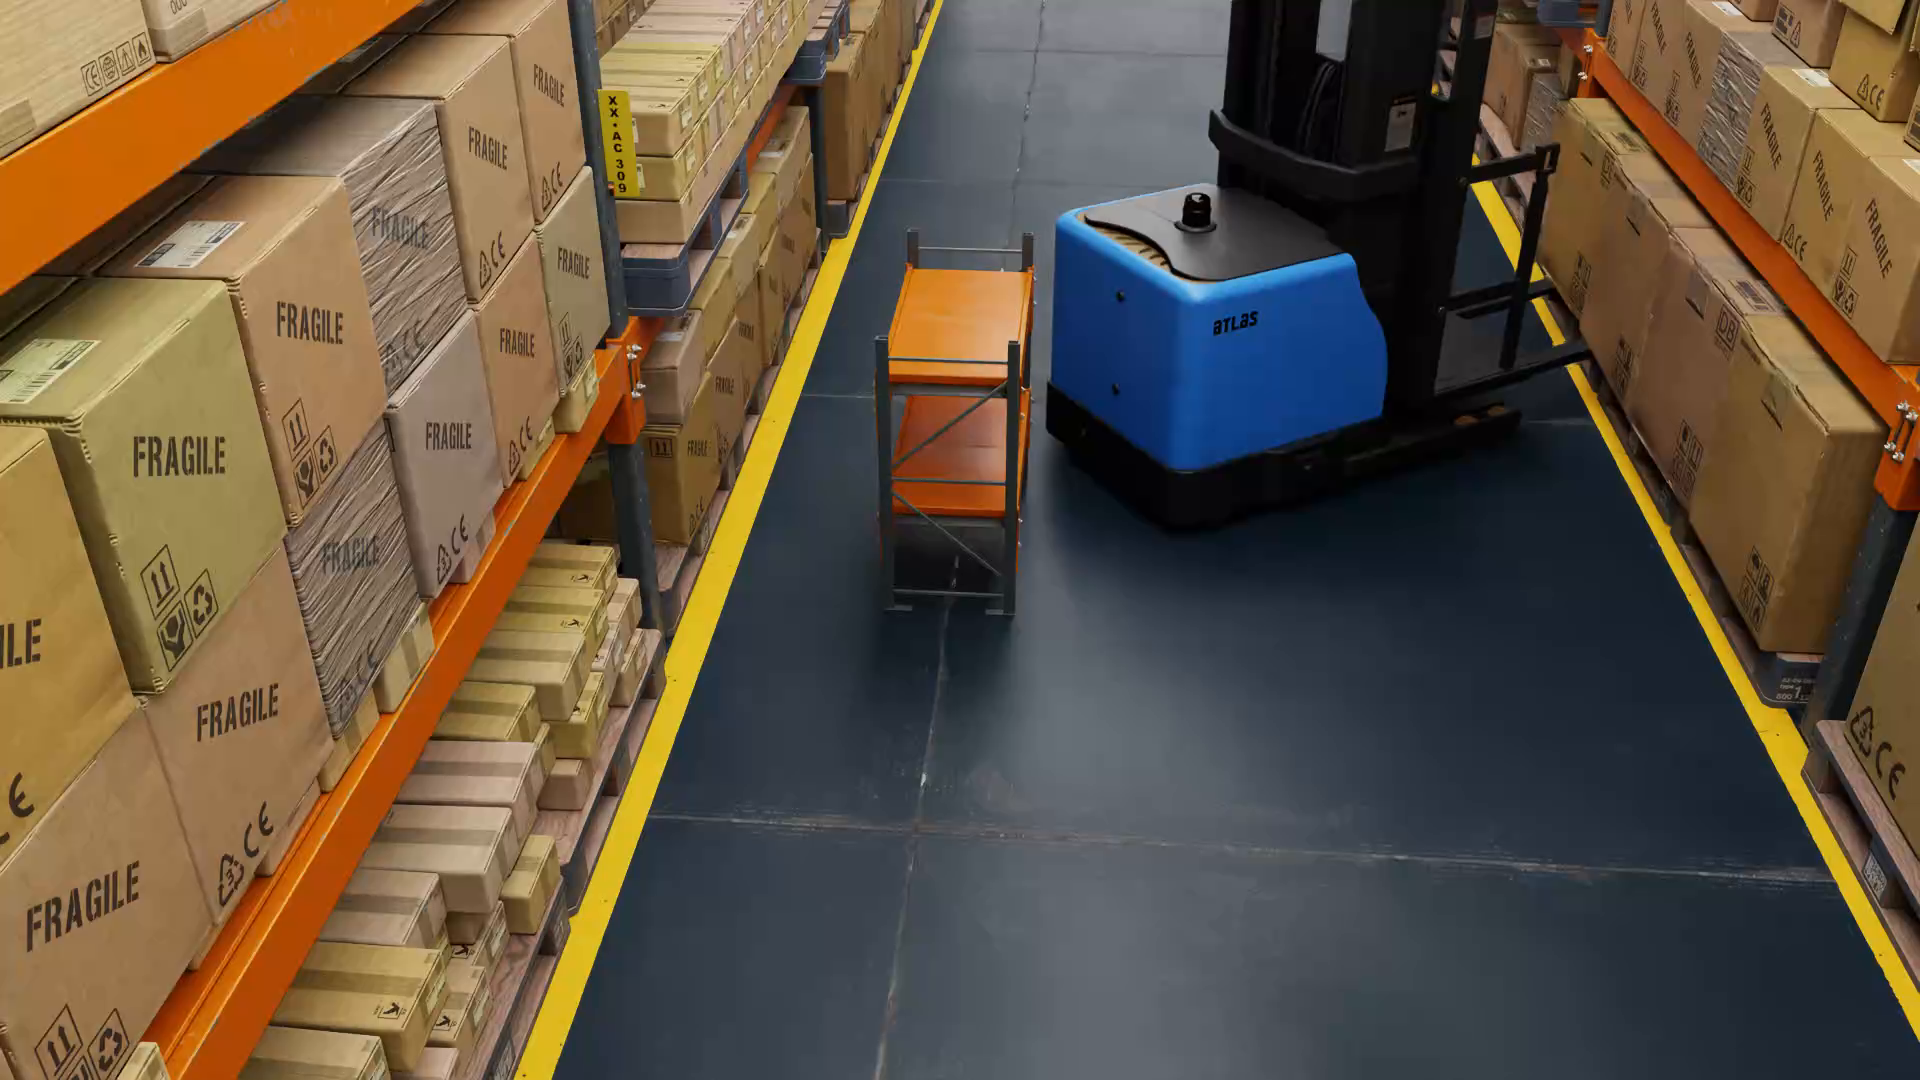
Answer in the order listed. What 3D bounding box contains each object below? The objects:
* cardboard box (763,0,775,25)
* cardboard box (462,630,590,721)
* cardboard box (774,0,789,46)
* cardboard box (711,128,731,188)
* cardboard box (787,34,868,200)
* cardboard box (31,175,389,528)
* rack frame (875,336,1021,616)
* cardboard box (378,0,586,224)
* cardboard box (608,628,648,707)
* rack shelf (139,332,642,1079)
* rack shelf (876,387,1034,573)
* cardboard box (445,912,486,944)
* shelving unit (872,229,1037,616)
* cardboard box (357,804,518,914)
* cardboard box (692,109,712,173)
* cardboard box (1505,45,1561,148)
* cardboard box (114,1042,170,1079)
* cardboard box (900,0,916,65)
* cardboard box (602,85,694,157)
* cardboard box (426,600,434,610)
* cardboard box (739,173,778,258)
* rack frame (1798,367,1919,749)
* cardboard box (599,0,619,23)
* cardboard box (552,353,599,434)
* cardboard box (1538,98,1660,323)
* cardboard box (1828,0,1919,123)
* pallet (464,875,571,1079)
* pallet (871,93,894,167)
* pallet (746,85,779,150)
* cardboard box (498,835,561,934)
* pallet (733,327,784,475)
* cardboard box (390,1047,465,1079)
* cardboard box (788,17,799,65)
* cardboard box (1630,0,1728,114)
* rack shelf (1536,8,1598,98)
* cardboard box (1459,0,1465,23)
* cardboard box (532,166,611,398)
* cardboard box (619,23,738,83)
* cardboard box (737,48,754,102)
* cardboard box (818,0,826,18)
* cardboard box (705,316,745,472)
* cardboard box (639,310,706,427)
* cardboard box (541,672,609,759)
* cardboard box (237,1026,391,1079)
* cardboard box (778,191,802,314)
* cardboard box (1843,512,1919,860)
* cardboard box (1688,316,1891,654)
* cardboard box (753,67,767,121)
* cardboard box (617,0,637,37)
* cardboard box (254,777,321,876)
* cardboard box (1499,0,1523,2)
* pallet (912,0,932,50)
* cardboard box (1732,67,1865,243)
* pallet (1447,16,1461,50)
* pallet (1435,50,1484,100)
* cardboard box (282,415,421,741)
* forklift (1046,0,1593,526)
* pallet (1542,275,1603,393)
[{"bbox_3d":[-0.957,-2.170,6.684,0.380,0.149,0.250,3,32,5],"label":"cardboard box"},{"bbox_3d":[-1.334,0.404,4.986,0.380,0.149,0.250,2,32,4],"label":"cardboard box"},{"bbox_3d":[-0.934,-2.179,6.982,0.380,0.149,0.250,3,32,5],"label":"cardboard box"},{"bbox_3d":[-1.039,-1.375,5.961,0.380,0.149,0.250,3,32,4],"label":"cardboard box"},{"bbox_3d":[-1.105,-2.468,9.640,1.050,0.750,0.750,2,32,3],"label":"cardboard box"},{"bbox_3d":[-1.457,-0.369,3.158,0.500,0.500,0.500,1,32,2],"label":"cardboard box"},{"bbox_3d":[-0.042,-0.210,6.018,0.500,1.125,0.032,2,32,4],"label":"rack frame"},{"bbox_3d":[-1.339,-1.178,4.471,0.500,0.500,0.500,1,32,2],"label":"cardboard box"},{"bbox_3d":[-1.262,0.414,5.537,0.380,0.149,0.250,3,32,5],"label":"cardboard box"},{"bbox_3d":[-1.733,0.511,3.747,1.077,0.370,4.000,2,32,4],"label":"rack shelf"},{"bbox_3d":[-0.001,-0.267,6.577,0.538,0.278,1.000,2,32,4],"label":"rack shelf"},{"bbox_3d":[-1.454,0.929,4.417,0.380,0.149,0.250,1,32,2],"label":"cardboard box"},{"bbox_3d":[-0.001,-0.475,6.449,0.538,1.125,1.048,2,32,4],"label":"shelving unit"},{"bbox_3d":[-1.372,0.823,4.305,0.380,0.149,0.250,1,32,2],"label":"cardboard box"},{"bbox_3d":[-1.060,-1.361,5.655,0.380,0.149,0.250,2,32,3],"label":"cardboard box"},{"bbox_3d":[3.797,-2.729,10.283,0.700,0.500,0.500,5,32,8],"label":"cardboard box"},{"bbox_3d":[-1.488,0.929,2.623,0.380,0.149,0.250,2,32,3],"label":"cardboard box"},{"bbox_3d":[-0.880,-3.917,11.990,1.050,0.750,0.750,2,32,4],"label":"cardboard box"},{"bbox_3d":[-1.079,-1.352,5.357,0.380,0.149,0.250,4,32,6],"label":"cardboard box"},{"bbox_3d":[-1.465,0.110,3.952,0.380,0.149,0.250,2,32,3],"label":"cardboard box"},{"bbox_3d":[-1.126,-1.468,7.540,0.500,0.250,0.500,3,32,5],"label":"cardboard box"},{"bbox_3d":[3.365,-0.576,4.826,1.000,3.000,0.127,2,32,4],"label":"rack frame"},{"bbox_3d":[-1.605,-2.207,6.744,0.380,0.149,0.250,2,32,3],"label":"cardboard box"},{"bbox_3d":[-1.272,-0.435,4.837,0.380,0.149,0.250,2,32,3],"label":"cardboard box"},{"bbox_3d":[3.614,-1.582,8.083,1.225,0.875,0.875,1,32,2],"label":"cardboard box"},{"bbox_3d":[3.476,-1.738,5.660,0.797,0.503,0.637,3,32,5],"label":"cardboard box"},{"bbox_3d":[-1.686,1.339,4.377,1.003,0.211,1.213,2,32,4],"label":"pallet"},{"bbox_3d":[-1.003,-2.791,11.077,1.003,0.211,1.213,2,32,4],"label":"pallet"},{"bbox_3d":[-1.365,-1.814,7.017,1.003,0.211,1.213,2,32,4],"label":"pallet"},{"bbox_3d":[-1.347,0.955,4.659,0.380,0.149,0.250,2,32,4],"label":"cardboard box"},{"bbox_3d":[-1.411,-0.701,7.686,1.003,0.211,1.213,2,32,4],"label":"pallet"},{"bbox_3d":[-1.418,1.362,3.998,0.380,0.149,0.250,1,32,2],"label":"cardboard box"},{"bbox_3d":[-0.913,-2.191,7.286,0.380,0.149,0.250,1,32,2],"label":"cardboard box"},{"bbox_3d":[3.340,-2.198,7.362,0.500,0.500,0.500,2,32,3],"label":"cardboard box"},{"bbox_3d":[3.854,-3.407,10.105,1.077,0.370,4.000,2,32,4],"label":"rack shelf"},{"bbox_3d":[4.089,-4.081,12.496,0.500,0.500,0.500,2,32,2],"label":"cardboard box"},{"bbox_3d":[-1.328,-0.745,4.721,0.500,0.500,0.500,3,32,4],"label":"cardboard box"},{"bbox_3d":[-1.017,-1.763,6.023,0.380,0.149,0.250,2,32,3],"label":"cardboard box"},{"bbox_3d":[-0.999,-1.773,6.324,0.380,0.149,0.250,4,32,6],"label":"cardboard box"},{"bbox_3d":[-0.848,-2.597,7.944,0.380,0.149,0.250,2,32,4],"label":"cardboard box"},{"bbox_3d":[-1.204,-0.607,6.859,0.500,0.500,0.500,4,32,6],"label":"cardboard box"},{"bbox_3d":[-1.247,-0.650,6.213,0.500,0.250,0.500,1,32,2],"label":"cardboard box"},{"bbox_3d":[-1.293,0.529,5.067,0.380,0.149,0.250,1,32,2],"label":"cardboard box"},{"bbox_3d":[-1.494,1.220,3.662,0.380,0.149,0.250,4,32,6],"label":"cardboard box"},{"bbox_3d":[-1.083,-1.420,8.178,0.500,0.500,0.500,4,32,6],"label":"cardboard box"},{"bbox_3d":[3.232,0.491,4.719,0.875,0.875,0.875,2,32,4],"label":"cardboard box"},{"bbox_3d":[3.397,-0.186,5.817,1.225,0.875,0.875,3,32,4],"label":"cardboard box"},{"bbox_3d":[-0.979,-1.782,6.622,0.380,0.149,0.250,2,32,3],"label":"cardboard box"},{"bbox_3d":[-1.587,-2.213,7.038,0.380,0.149,0.250,2,32,4],"label":"cardboard box"},{"bbox_3d":[-1.509,0.519,3.288,0.380,0.149,0.250,2,32,3],"label":"cardboard box"},{"bbox_3d":[3.945,-3.562,11.635,0.700,0.500,0.500,0,32,0],"label":"cardboard box"},{"bbox_3d":[-0.779,-4.231,13.415,1.003,0.211,1.213,2,32,4],"label":"pallet"},{"bbox_3d":[3.214,-1.407,6.079,0.500,0.500,0.500,2,32,3],"label":"cardboard box"},{"bbox_3d":[4.036,-3.925,12.918,1.003,0.211,1.213,2,32,4],"label":"pallet"},{"bbox_3d":[3.955,-3.165,11.685,1.003,0.211,1.213,2,32,4],"label":"pallet"},{"bbox_3d":[-1.478,0.055,3.422,0.500,0.500,0.500,2,32,3],"label":"cardboard box"},{"bbox_3d":[1.923,-1.857,6.969,3.031,2.935,1.130,-16,35,-25],"label":"forklift"},{"bbox_3d":[3.552,-1.072,8.288,1.003,0.211,1.213,2,32,4],"label":"pallet"}]
